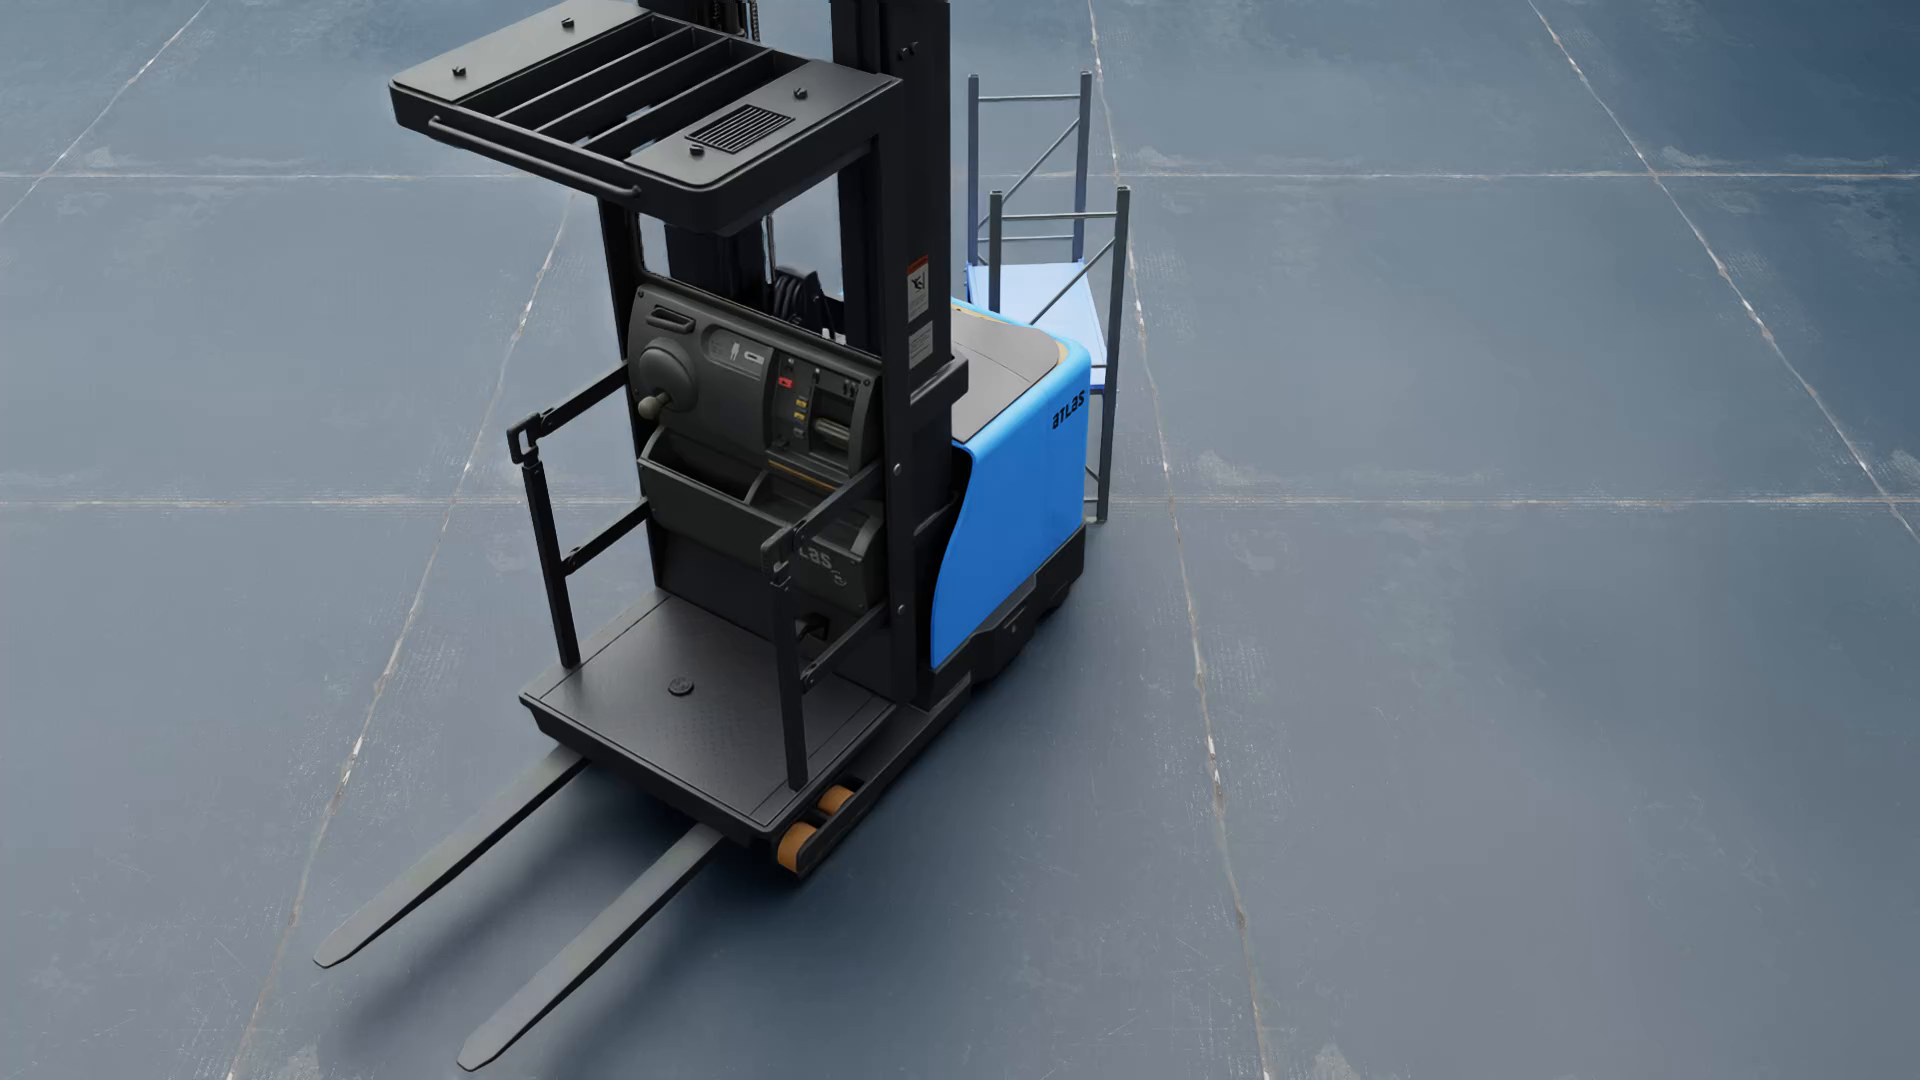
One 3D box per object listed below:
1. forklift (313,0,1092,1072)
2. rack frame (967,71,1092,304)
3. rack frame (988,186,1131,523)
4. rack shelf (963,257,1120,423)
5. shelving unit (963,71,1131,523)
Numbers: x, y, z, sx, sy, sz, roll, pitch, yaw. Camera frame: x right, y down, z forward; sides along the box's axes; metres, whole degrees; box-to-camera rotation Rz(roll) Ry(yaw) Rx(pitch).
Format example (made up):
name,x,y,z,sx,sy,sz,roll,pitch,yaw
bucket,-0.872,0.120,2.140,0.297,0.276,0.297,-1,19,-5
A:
name,x,y,z,sx,sy,sz,roll,pitch,yaw
forklift,-0.765,-0.406,4.913,1.130,2.935,3.031,23,44,26
rack frame,0.282,-1.291,7.161,0.500,1.500,0.032,-3,39,-3
rack frame,0.355,-0.657,6.370,0.500,1.500,0.032,-3,39,-3
rack shelf,0.319,-0.833,6.878,0.538,0.185,1.000,-3,39,-3
shelving unit,0.319,-0.974,6.766,0.538,1.500,1.048,-3,39,-3
